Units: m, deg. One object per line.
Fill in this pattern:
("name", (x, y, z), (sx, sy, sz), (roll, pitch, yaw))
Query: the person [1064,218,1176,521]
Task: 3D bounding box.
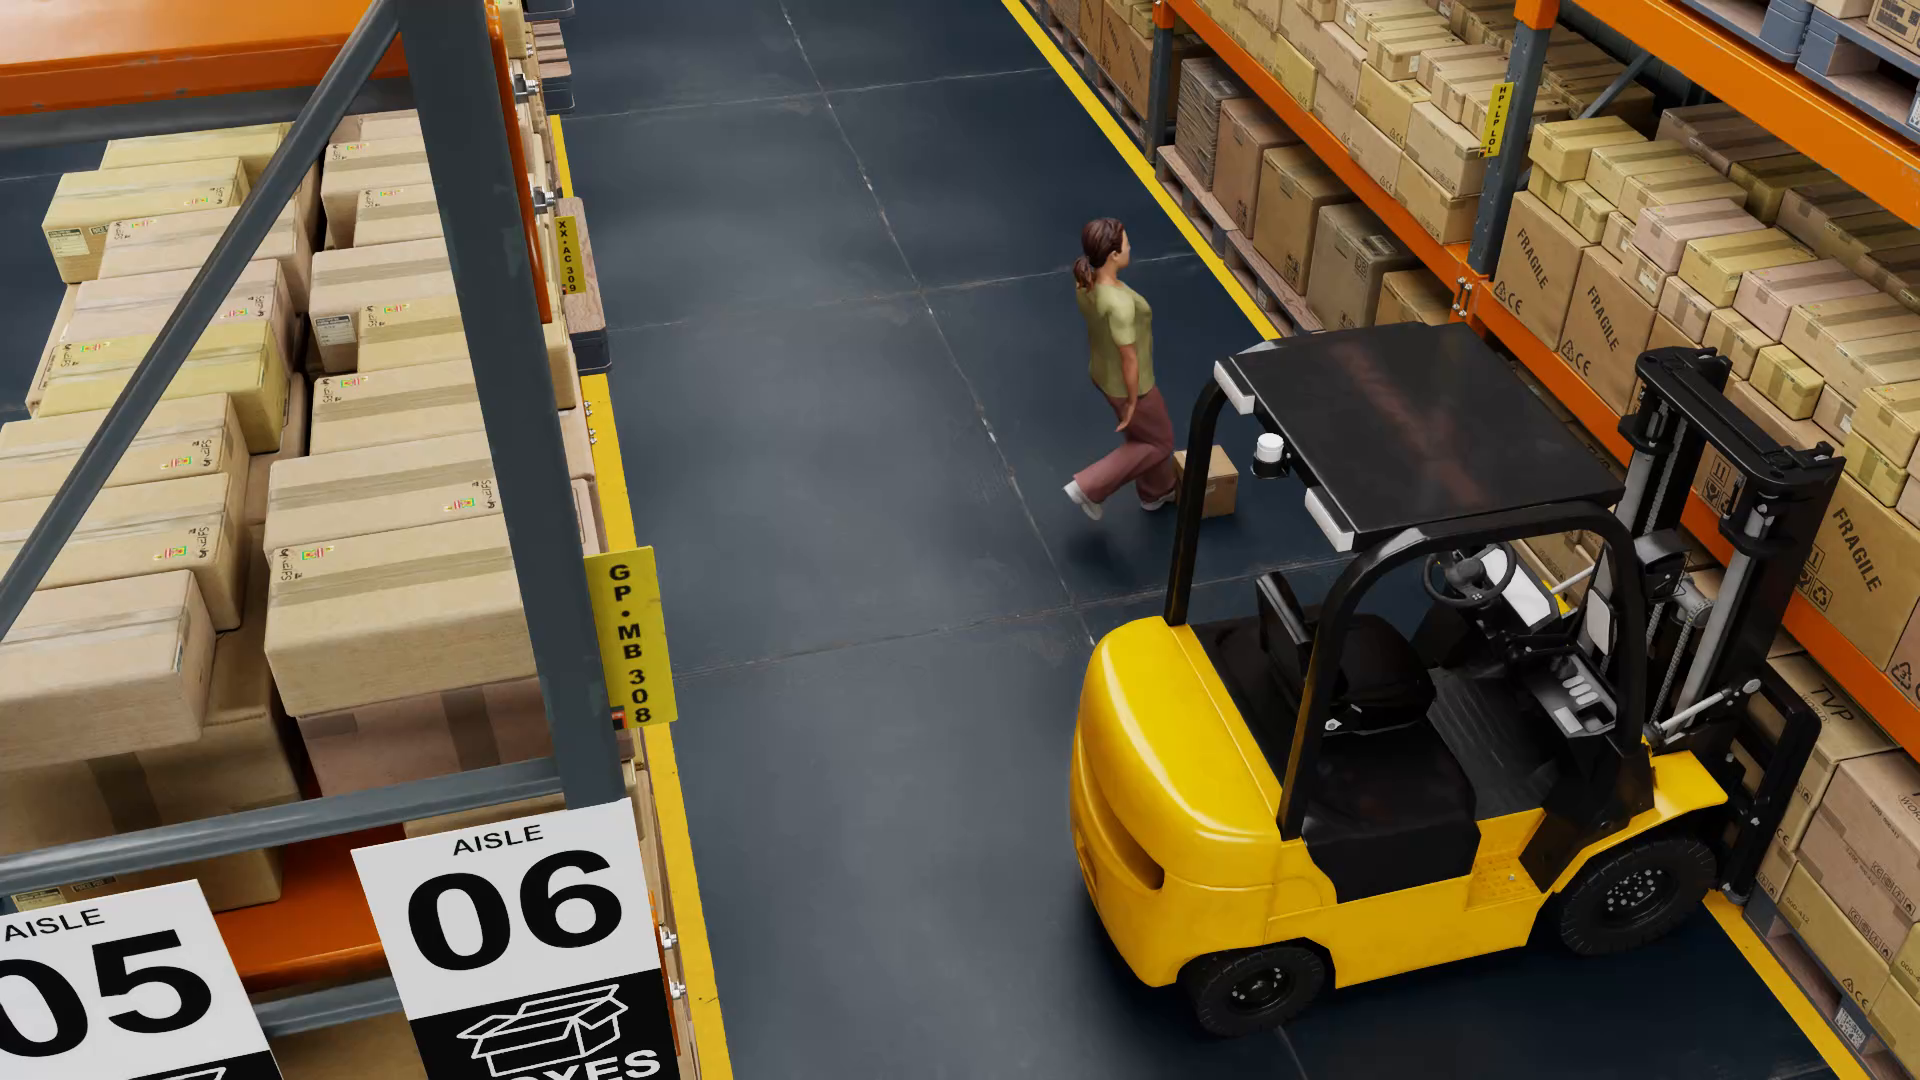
("person", (0.834, -0.762, 7.716), (0.775, 1.623, 0.490), (-15, 41, -18))
